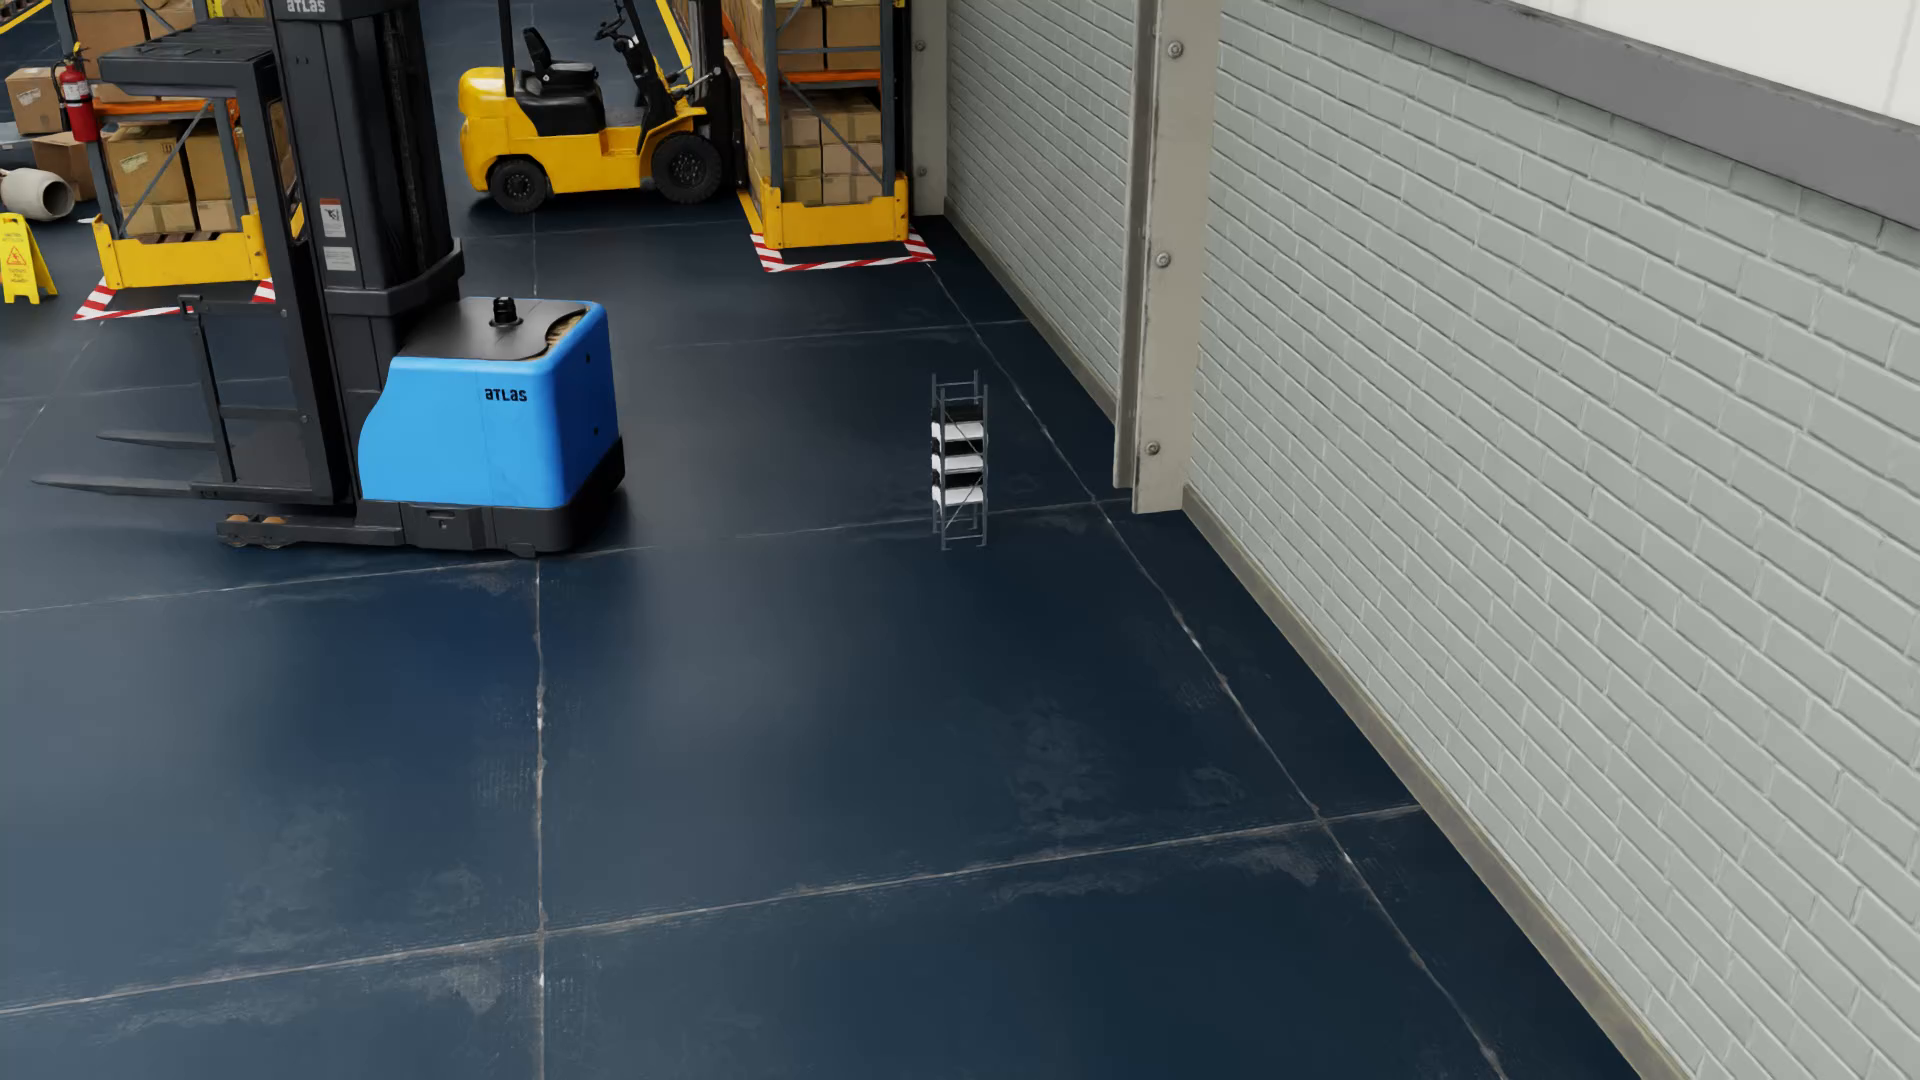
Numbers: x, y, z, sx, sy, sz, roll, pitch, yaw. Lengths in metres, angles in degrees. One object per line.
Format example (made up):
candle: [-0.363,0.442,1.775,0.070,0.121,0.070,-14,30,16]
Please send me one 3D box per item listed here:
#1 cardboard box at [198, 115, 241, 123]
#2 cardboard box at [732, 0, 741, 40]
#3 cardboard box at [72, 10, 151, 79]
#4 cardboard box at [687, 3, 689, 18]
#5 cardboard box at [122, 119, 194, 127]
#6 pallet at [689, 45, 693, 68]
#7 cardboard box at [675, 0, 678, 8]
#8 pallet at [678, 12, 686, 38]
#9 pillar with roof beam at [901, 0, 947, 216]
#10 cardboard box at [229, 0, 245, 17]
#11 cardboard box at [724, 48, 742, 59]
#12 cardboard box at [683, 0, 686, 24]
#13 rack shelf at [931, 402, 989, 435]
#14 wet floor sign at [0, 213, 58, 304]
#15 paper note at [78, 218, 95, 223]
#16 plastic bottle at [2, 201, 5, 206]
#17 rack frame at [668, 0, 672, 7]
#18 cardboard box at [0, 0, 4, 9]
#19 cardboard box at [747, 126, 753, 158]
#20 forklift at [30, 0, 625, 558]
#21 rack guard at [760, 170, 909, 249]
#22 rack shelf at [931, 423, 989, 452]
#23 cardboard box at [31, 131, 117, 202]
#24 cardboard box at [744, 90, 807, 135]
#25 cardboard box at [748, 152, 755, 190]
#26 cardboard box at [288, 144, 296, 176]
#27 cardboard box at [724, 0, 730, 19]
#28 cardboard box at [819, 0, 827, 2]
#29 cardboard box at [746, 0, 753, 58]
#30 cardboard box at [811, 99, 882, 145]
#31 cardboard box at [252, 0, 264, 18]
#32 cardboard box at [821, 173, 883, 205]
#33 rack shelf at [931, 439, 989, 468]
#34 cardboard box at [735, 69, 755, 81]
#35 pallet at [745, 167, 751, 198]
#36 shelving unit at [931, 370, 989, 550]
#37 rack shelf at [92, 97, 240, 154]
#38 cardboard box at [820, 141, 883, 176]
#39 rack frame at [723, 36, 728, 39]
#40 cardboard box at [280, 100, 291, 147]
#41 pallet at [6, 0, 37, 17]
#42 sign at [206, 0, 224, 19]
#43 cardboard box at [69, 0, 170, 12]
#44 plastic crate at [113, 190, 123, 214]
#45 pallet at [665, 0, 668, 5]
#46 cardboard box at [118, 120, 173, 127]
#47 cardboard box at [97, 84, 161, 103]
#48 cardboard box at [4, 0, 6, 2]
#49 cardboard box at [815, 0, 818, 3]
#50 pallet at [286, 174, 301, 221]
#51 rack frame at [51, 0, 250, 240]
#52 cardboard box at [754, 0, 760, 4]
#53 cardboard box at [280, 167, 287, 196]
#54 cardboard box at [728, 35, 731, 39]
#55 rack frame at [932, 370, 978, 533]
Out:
cardboard box: [-5.896,-3.231,13.575,0.500,0.500,0.500,-7,28,-14]
cardboard box: [-1.735,-4.727,14.676,0.500,0.500,0.500,-6,27,-11]
cardboard box: [-6.246,-3.702,12.314,0.500,0.500,0.500,-6,27,-13]
cardboard box: [-3.128,-6.567,20.741,0.500,0.500,0.500,-5,27,-10]
cardboard box: [-6.411,-3.163,13.441,0.500,0.500,0.500,-5,27,-10]
pallet: [-2.676,-5.722,19.852,1.003,0.211,1.213,-6,27,-12]
cardboard box: [-3.597,-7.472,22.533,0.500,0.500,0.500,-7,28,-13]
pallet: [-3.226,-6.953,22.292,1.003,0.211,1.213,-6,27,-12]
pillar with roof beam: [-4.493,-6.458,11.558,9.100,9.000,0.400,-6,27,-12]
cardboard box: [-5.812,-3.955,12.815,0.500,0.500,0.500,-5,27,-10]
cardboard box: [-2.013,-4.513,15.837,0.500,0.250,0.500,-6,27,-12]
cardboard box: [-3.351,-7.018,21.633,0.500,0.500,0.500,-5,27,-9]
rack shelf: [-0.002,-0.617,8.448,0.258,0.077,0.200,-6,27,-12]
wet floor sign: [-6.855,-2.071,12.137,0.267,0.644,0.232,3,27,6]
paper note: [-7.391,-2.712,14.090,0.142,0.019,0.148,-16,31,-29]
plastic bottle: [-8.293,-3.002,14.629,0.133,0.061,0.283,-1,27,-3]
rack frame: [-3.725,-9.088,23.426,1.000,3.000,0.127,-6,27,-12]
cardboard box: [-13.189,-7.259,22.501,0.380,0.149,0.250,-5,27,-10]
cardboard box: [-1.537,-3.406,14.200,0.500,0.250,0.500,-6,27,-12]
forklift: [-3.428,-1.494,8.456,3.031,2.935,1.130,3,27,6]
rack guard: [-1.015,-2.693,13.532,1.175,0.500,0.348,-6,27,-12]
rack shelf: [-0.002,-0.536,8.488,0.258,0.077,0.200,-6,27,-12]
cardboard box: [-7.841,-3.347,14.823,0.500,0.500,0.500,13,30,24]
cardboard box: [-1.549,-3.620,14.070,0.500,0.250,0.500,-5,27,-11]
cardboard box: [-1.537,-3.173,14.294,0.500,0.250,0.500,-6,27,-12]
cardboard box: [-6.122,-3.342,14.627,0.500,0.250,0.500,-6,27,-11]
cardboard box: [-1.943,-5.172,15.558,0.500,0.500,0.500,-5,27,-11]
cardboard box: [-0.962,-4.431,13.370,0.380,0.149,0.250,-6,27,-12]
cardboard box: [-1.495,-4.283,13.795,0.500,0.500,0.500,-5,27,-10]
cardboard box: [-0.944,-3.456,13.745,0.500,0.250,0.500,-6,27,-12]
cardboard box: [-6.050,-4.401,13.699,0.500,0.500,0.500,-7,28,-13]
cardboard box: [-0.940,-3.015,13.981,0.500,0.250,0.500,-6,27,-11]
rack shelf: [-0.002,-0.456,8.529,0.258,0.077,0.200,-6,27,-12]
cardboard box: [-1.779,-4.064,14.949,0.500,0.250,0.500,-7,28,-13]
pallet: [-1.505,-3.441,15.333,1.003,0.211,1.213,-6,27,-12]
shelving unit: [-0.002,-0.405,8.554,0.258,0.900,0.210,-6,27,-12]
rack shelf: [-6.306,-3.871,13.889,1.077,0.370,4.000,-6,27,-12]
cardboard box: [-0.924,-3.231,13.852,0.500,0.250,0.500,-5,27,-11]
rack frame: [-1.922,-5.576,16.468,1.000,3.000,0.127,-6,27,-12]
cardboard box: [-6.130,-3.686,14.476,0.500,0.500,0.500,-5,27,-9]
pallet: [-13.824,-7.618,23.609,1.003,0.211,1.213,-6,27,-12]
sign: [-5.327,-3.756,11.902,0.100,0.325,0.005,-6,27,-12]
cardboard box: [-6.183,-4.140,12.073,0.700,0.500,0.500,-7,28,-13]
plastic crate: [-7.202,-2.994,14.594,0.402,0.080,0.583,-16,31,-29]
pallet: [-3.878,-8.145,24.652,1.003,0.211,1.213,-6,27,-12]
cardboard box: [-6.438,-3.378,13.147,0.380,0.149,0.250,-5,27,-10]
cardboard box: [-6.148,-3.345,12.326,0.380,0.149,0.250,-5,27,-10]
cardboard box: [-13.401,-7.470,22.918,0.380,0.149,0.250,-7,28,-13]
cardboard box: [-1.000,-4.337,13.902,0.500,0.500,0.500,-5,27,-10]
pallet: [-6.293,-2.998,14.455,1.003,0.211,1.213,-6,27,-12]
rack frame: [-5.855,-3.314,11.987,1.000,3.000,0.127,-6,27,-12]
cardboard box: [-1.458,-4.387,13.282,0.380,0.149,0.250,-6,27,-11]
cardboard box: [-5.875,-2.881,13.715,0.500,0.250,0.500,-5,27,-10]
cardboard box: [-2.050,-4.931,17.360,0.875,0.625,0.625,-5,27,-9]
rack frame: [-0.025,-0.450,8.643,0.240,0.900,0.006,-6,27,-12]
